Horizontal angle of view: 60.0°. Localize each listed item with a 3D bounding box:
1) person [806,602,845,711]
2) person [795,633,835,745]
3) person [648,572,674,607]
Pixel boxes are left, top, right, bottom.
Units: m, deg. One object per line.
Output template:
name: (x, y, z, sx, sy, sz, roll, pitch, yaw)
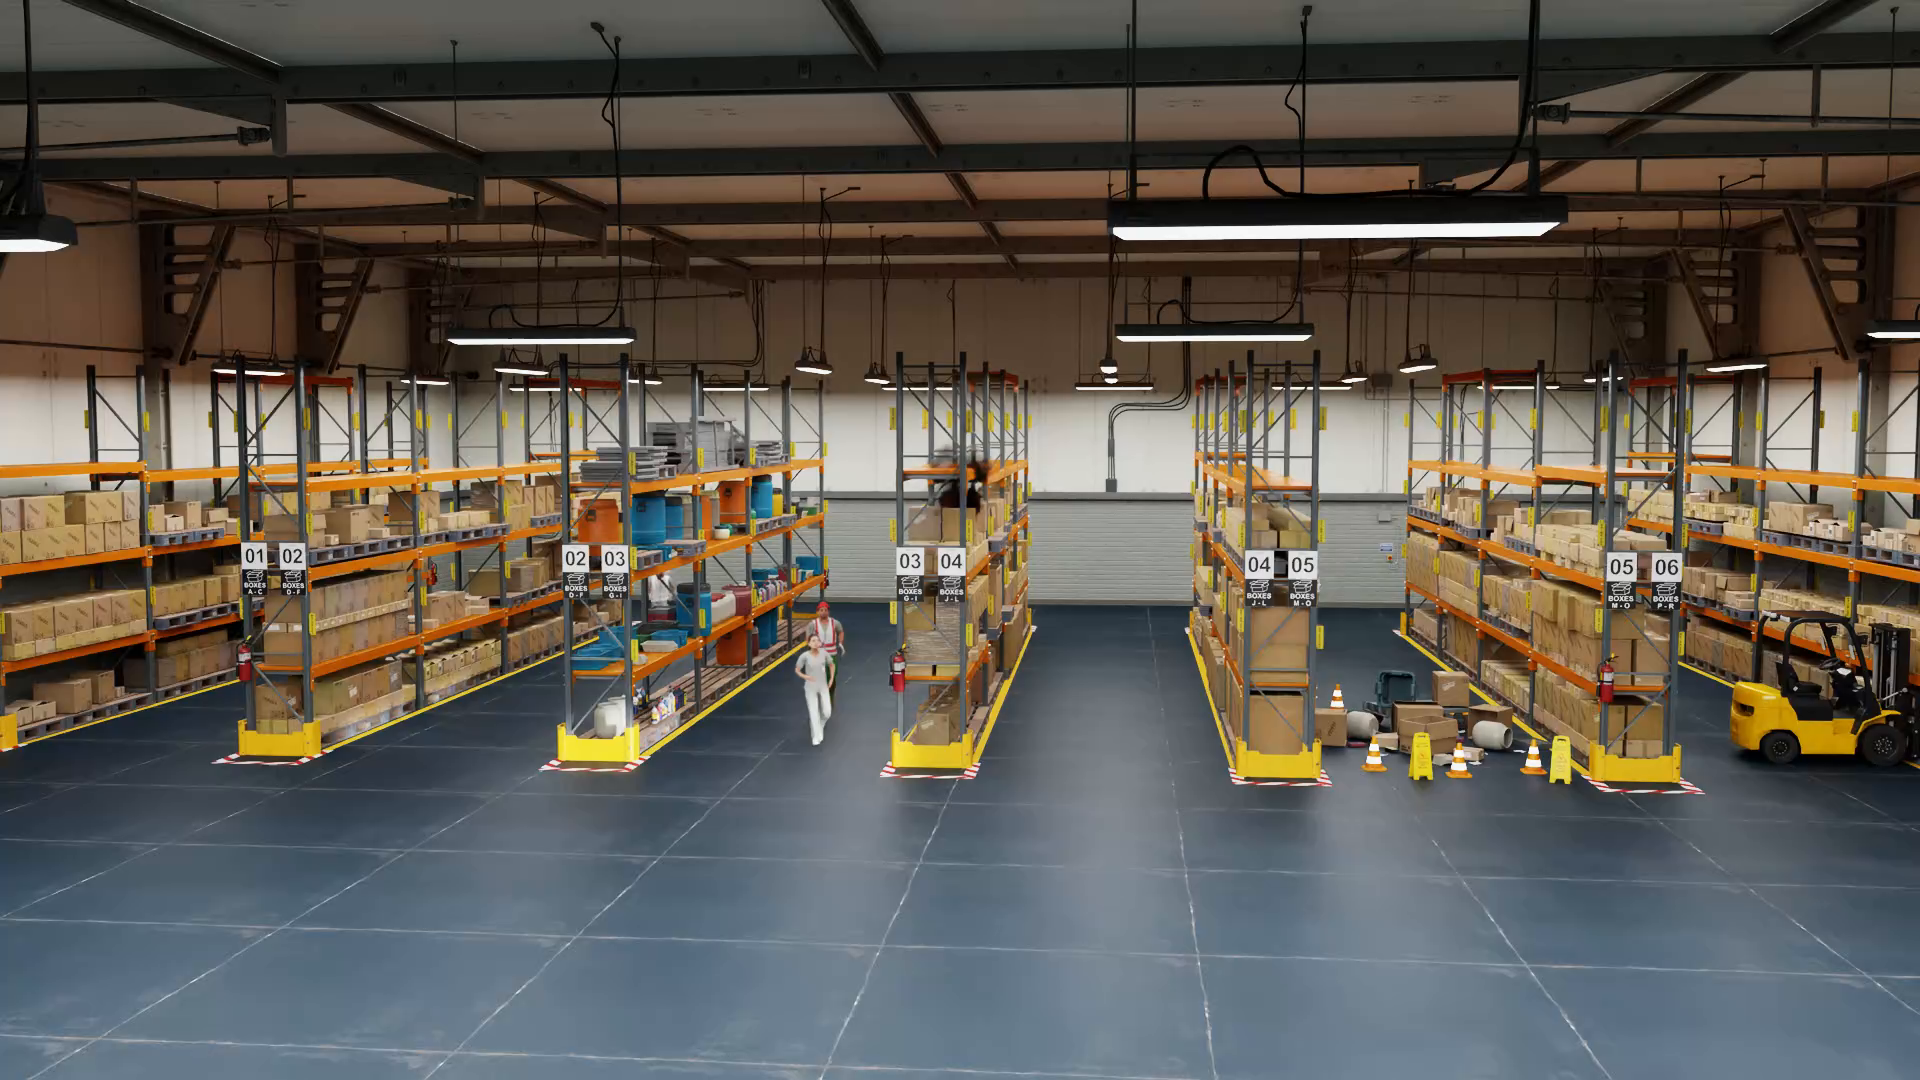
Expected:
person: (-2.209, 1.916, 27.259, 0.638, 1.803, 0.662, 0, 4, -6)
person: (-2.091, 2.182, 24.284, 0.624, 1.635, 0.487, -1, 4, -20)
person: (-6.944, 1.401, 38.458, 0.669, 1.737, 0.597, -1, 4, -13)
